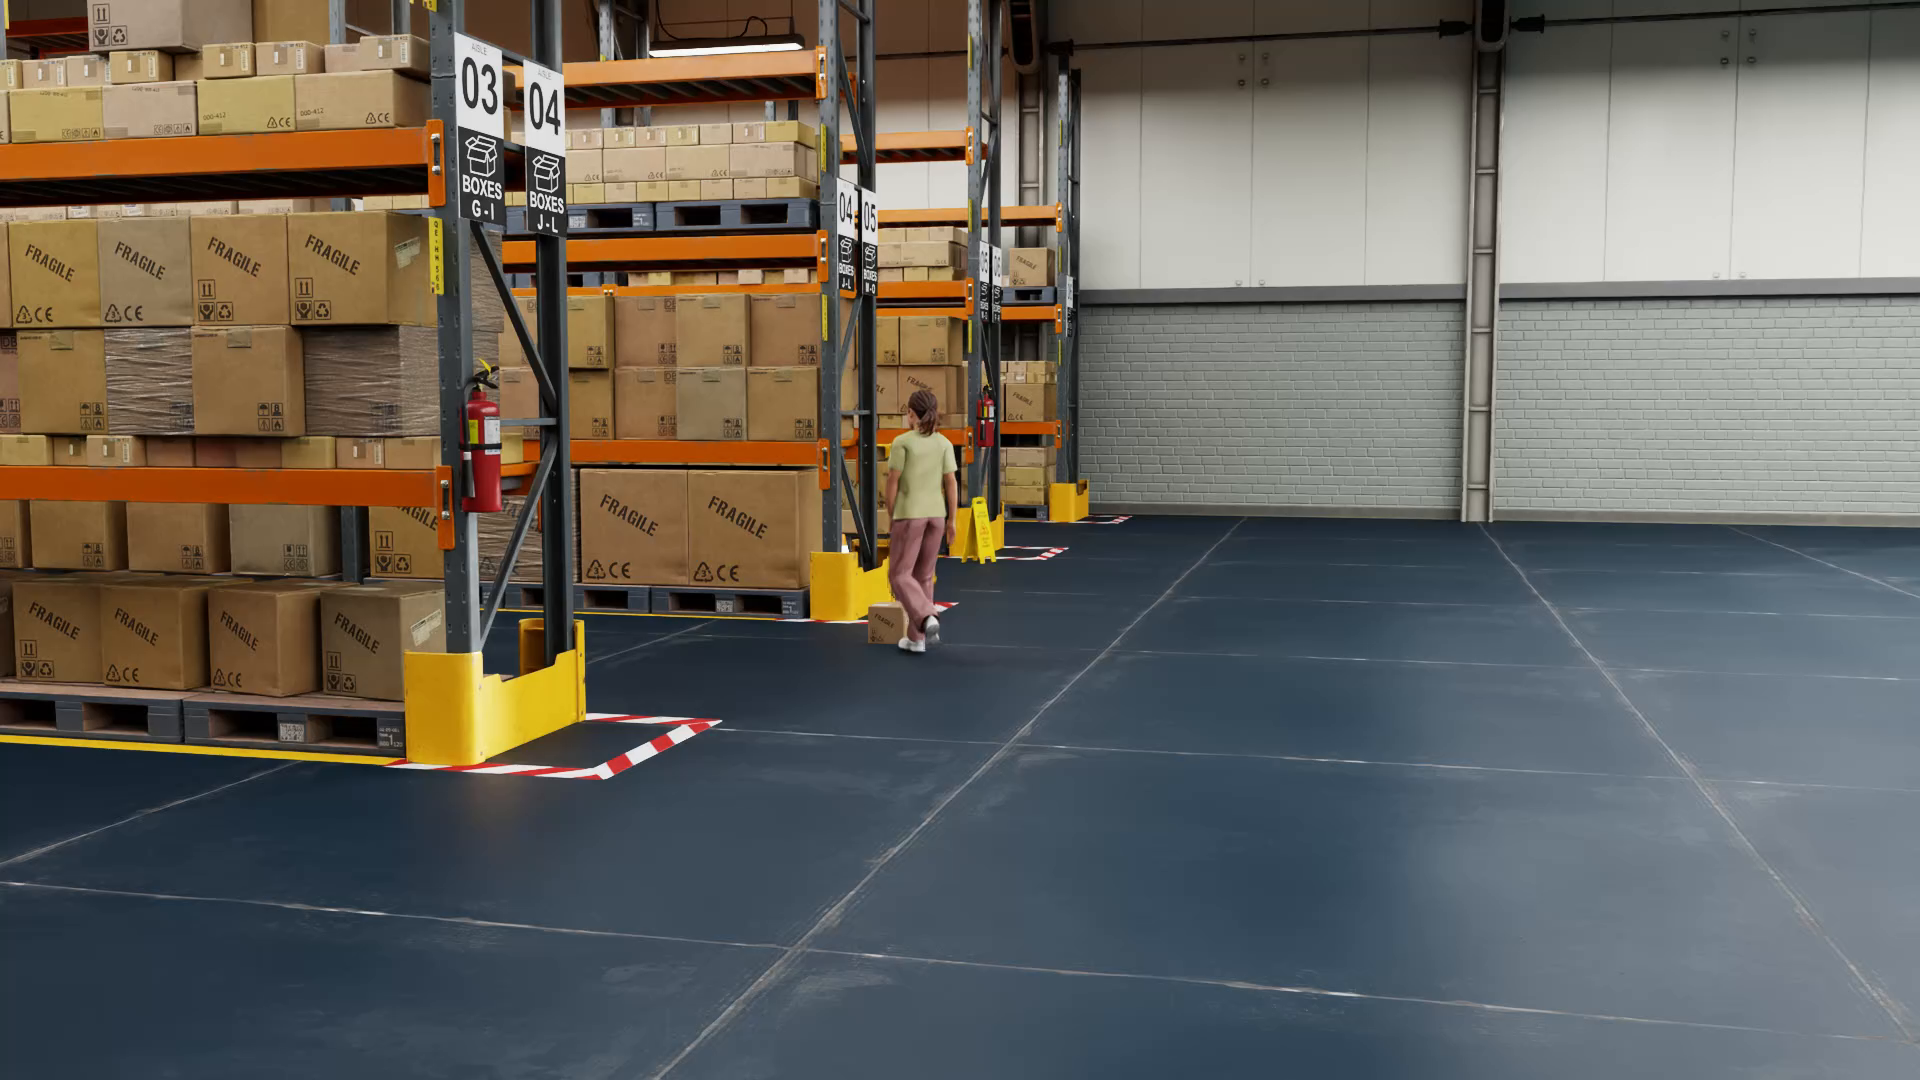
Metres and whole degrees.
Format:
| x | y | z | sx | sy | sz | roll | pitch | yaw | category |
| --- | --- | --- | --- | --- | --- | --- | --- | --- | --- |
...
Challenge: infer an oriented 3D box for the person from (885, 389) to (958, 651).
| x | y | z | sx | sy | sz | roll | pitch | yaw | category |
| --- | --- | --- | --- | --- | --- | --- | --- | --- | --- |
| -0.235 | -0.106 | 10.393 | 0.467 | 1.664 | 0.754 | -3 | 6 | -28 | person |
